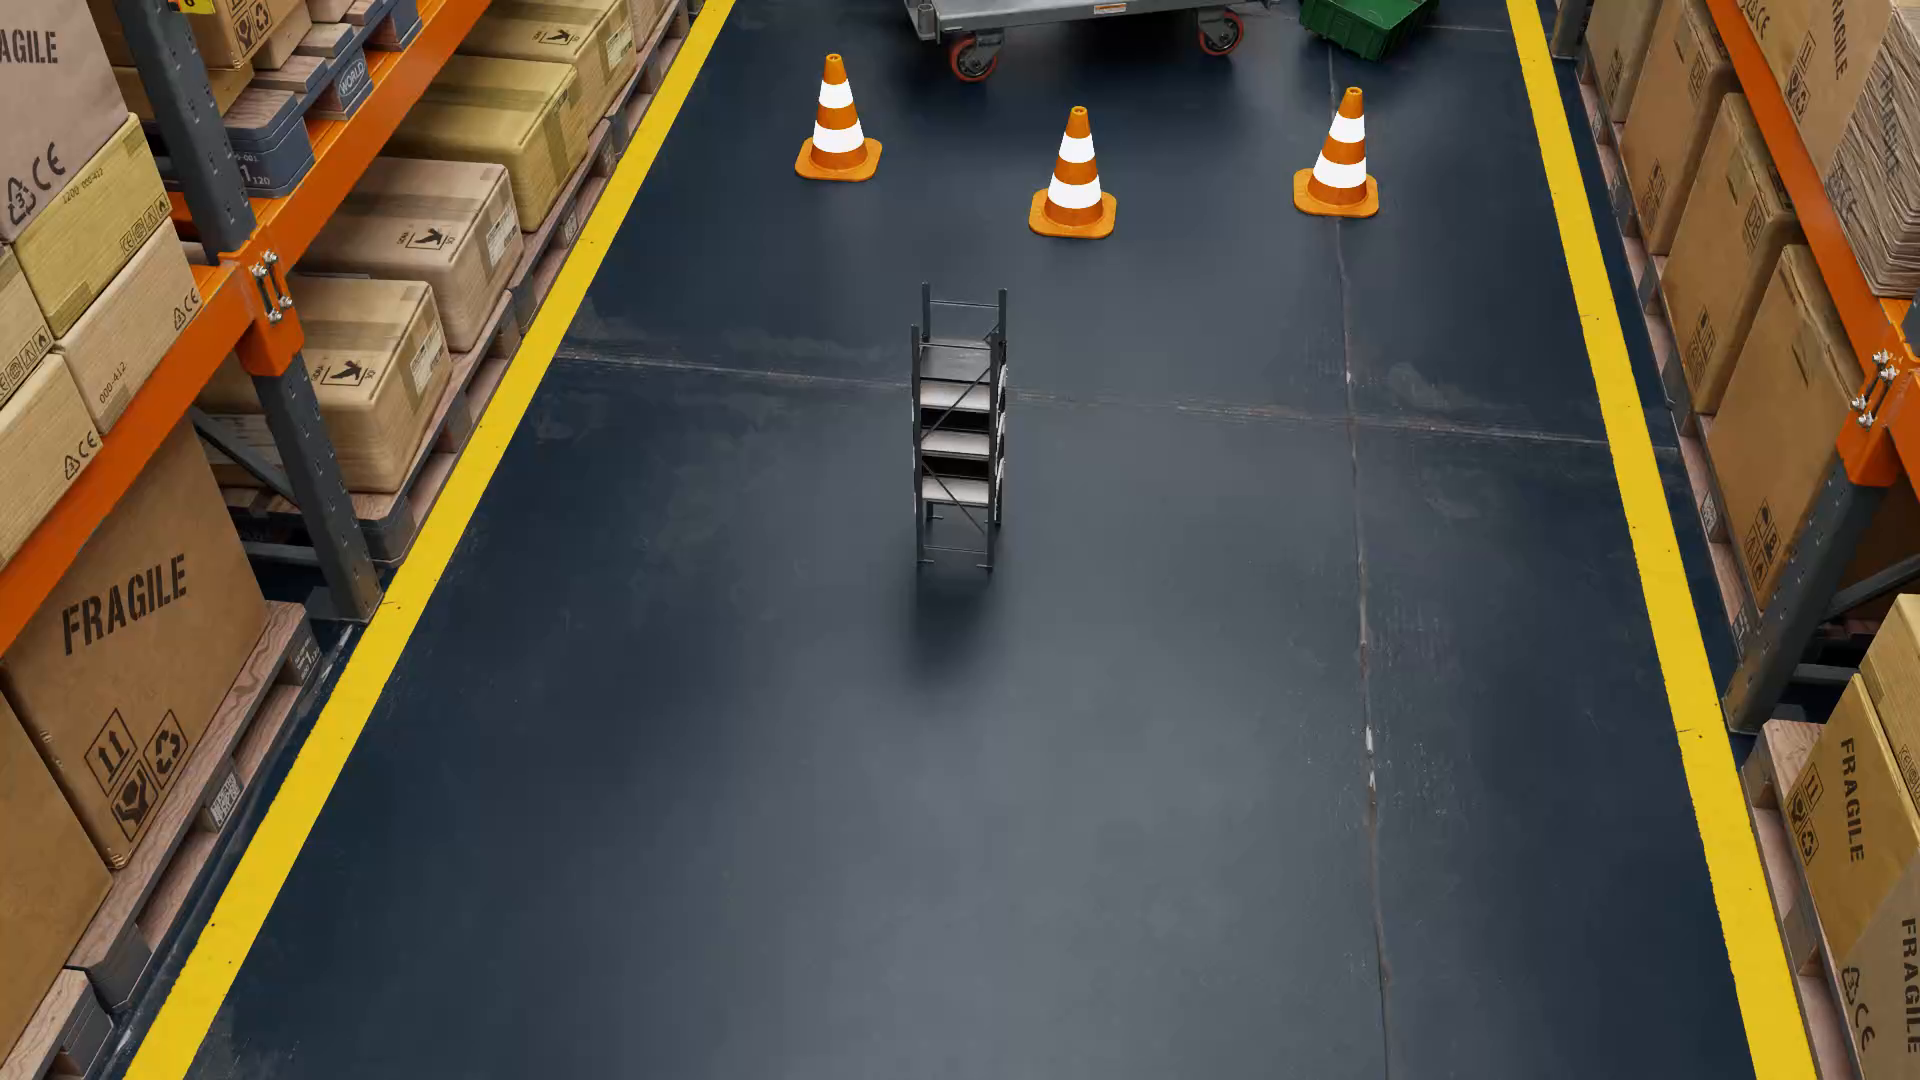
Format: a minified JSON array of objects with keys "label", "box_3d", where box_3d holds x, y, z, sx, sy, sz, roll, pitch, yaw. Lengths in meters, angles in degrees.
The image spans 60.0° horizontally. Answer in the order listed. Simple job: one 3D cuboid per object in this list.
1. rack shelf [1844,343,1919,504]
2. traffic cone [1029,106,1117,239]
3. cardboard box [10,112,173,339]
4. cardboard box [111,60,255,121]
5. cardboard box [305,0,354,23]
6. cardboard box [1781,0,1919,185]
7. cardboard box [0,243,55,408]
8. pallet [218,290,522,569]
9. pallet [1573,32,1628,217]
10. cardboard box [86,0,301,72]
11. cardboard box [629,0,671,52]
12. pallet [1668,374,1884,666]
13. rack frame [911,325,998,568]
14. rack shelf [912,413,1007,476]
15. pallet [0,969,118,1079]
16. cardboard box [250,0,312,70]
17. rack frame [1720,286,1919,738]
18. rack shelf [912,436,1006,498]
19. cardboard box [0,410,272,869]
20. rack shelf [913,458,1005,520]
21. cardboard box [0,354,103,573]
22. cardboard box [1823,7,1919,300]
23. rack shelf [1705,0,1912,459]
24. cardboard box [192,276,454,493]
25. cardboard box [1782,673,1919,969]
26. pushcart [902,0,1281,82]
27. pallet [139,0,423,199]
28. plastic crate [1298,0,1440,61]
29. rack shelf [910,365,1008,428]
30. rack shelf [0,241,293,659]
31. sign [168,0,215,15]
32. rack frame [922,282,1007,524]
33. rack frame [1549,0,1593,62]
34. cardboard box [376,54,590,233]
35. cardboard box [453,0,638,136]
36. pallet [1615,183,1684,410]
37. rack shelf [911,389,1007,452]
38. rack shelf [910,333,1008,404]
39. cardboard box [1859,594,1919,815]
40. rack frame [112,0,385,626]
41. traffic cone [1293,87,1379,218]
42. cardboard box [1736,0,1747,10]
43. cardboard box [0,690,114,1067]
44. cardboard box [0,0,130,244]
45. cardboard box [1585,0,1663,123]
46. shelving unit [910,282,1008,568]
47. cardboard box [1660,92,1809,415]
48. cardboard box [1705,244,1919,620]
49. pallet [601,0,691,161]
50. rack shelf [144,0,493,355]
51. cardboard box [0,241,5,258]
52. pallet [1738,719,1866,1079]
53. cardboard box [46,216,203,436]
[{"label":"rack shelf","box_3d":[2.399,1.085,2.445,1.077,0.370,4.000,5,44,6]},{"label":"traffic cone","box_3d":[0.449,-1.464,6.459,0.336,0.463,0.334,5,44,6]},{"label":"cardboard box","box_3d":[-2.069,-0.694,3.546,0.500,0.250,0.500,5,44,5]},{"label":"cardboard box","box_3d":[-2.029,-1.186,4.198,0.380,0.149,0.250,3,44,3]},{"label":"cardboard box","box_3d":[-1.877,-1.558,4.591,0.380,0.149,0.250,3,44,3]},{"label":"cardboard box","box_3d":[2.524,-1.246,4.312,0.500,0.500,0.500,5,44,6]},{"label":"cardboard box","box_3d":[-2.133,-0.344,3.177,0.500,0.250,0.500,4,44,4]},{"label":"pallet","box_3d":[-2.152,-0.440,5.561,1.003,0.211,1.213,5,44,6]},{"label":"pallet","box_3d":[3.165,-1.720,6.913,1.003,0.211,1.213,5,44,6]},{"label":"cardboard box","box_3d":[-1.968,-1.502,4.060,0.500,0.500,0.500,4,44,4]},{"label":"cardboard box","box_3d":[-1.795,-2.487,7.300,0.950,0.372,0.625,6,44,6]},{"label":"pallet","box_3d":[2.842,-0.057,5.156,1.003,0.211,1.213,5,44,6]},{"label":"rack frame","box_3d":[-0.015,-0.252,4.862,0.240,0.900,0.006,5,44,6]},{"label":"rack shelf","box_3d":[-0.001,-0.297,4.958,0.258,0.077,0.200,5,44,6]},{"label":"pallet","box_3d":[-2.599,1.452,3.563,1.003,0.211,1.213,5,44,6]},{"label":"cardboard box","box_3d":[-1.959,-1.375,4.398,0.380,0.149,0.250,3,44,3]},{"label":"rack frame","box_3d":[2.663,-0.539,3.637,1.000,3.000,0.127,5,44,6]},{"label":"rack shelf","box_3d":[-0.001,-0.232,5.020,0.258,0.077,0.200,5,44,6]},{"label":"cardboard box","box_3d":[-2.430,0.162,4.137,0.875,0.875,0.875,5,44,5]},{"label":"rack shelf","box_3d":[-0.001,-0.166,5.081,0.258,0.077,0.200,5,44,6]},{"label":"cardboard box","box_3d":[-2.118,-0.148,3.333,0.500,0.250,0.500,6,44,6]},{"label":"cardboard box","box_3d":[2.457,-0.906,3.953,0.500,0.500,0.500,5,44,6]},{"label":"rack shelf","box_3d":[2.928,-1.641,5.324,1.077,0.370,4.000,5,44,6]},{"label":"cardboard box","box_3d":[-2.172,-0.502,5.205,0.950,0.372,0.625,3,43,3]},{"label":"cardboard box","box_3d":[2.317,0.675,3.868,0.500,0.500,0.500,4,44,4]},{"label":"pushcart","box_3d":[0.539,-2.521,7.638,1.648,0.377,0.936,-9,44,-9]},{"label":"pallet","box_3d":[-2.268,-1.346,4.629,1.213,0.211,1.003,5,44,6]},{"label":"plastic crate","box_3d":[1.917,-2.502,7.714,0.450,0.188,0.662,35,53,18]},{"label":"rack shelf","box_3d":[-0.001,-0.428,4.834,0.258,0.077,0.200,5,44,6]},{"label":"rack shelf","box_3d":[-2.521,0.704,2.848,1.077,0.370,4.000,5,44,6]},{"label":"sign","box_3d":[-1.706,-1.292,3.591,0.100,0.325,0.005,5,44,6]},{"label":"rack frame","box_3d":[0.012,-0.391,5.008,0.240,0.900,0.006,5,44,6]},{"label":"rack frame","box_3d":[3.192,-3.265,6.516,1.000,3.000,0.127,5,44,6]},{"label":"cardboard box","box_3d":[-1.976,-1.522,6.282,0.950,0.372,0.625,7,44,7]},{"label":"cardboard box","box_3d":[-1.886,-1.996,6.782,0.950,0.372,0.625,8,44,8]},{"label":"pallet","box_3d":[3.006,-0.886,6.032,1.003,0.211,1.213,5,44,6]},{"label":"rack shelf","box_3d":[-0.001,-0.362,4.896,0.258,0.077,0.200,5,44,6]},{"label":"rack shelf","box_3d":[-0.001,-0.493,4.772,0.258,0.077,0.200,5,44,6]},{"label":"cardboard box","box_3d":[2.332,0.392,3.622,0.500,0.250,0.500,3,44,4]},{"label":"rack frame","box_3d":[-2.256,-0.920,4.040,1.000,3.000,0.127,5,44,6]},{"label":"traffic cone","box_3d":[1.518,-1.567,6.568,0.336,0.463,0.334,5,44,6]},{"label":"cardboard box","box_3d":[2.654,-1.937,5.041,0.500,0.500,0.500,6,44,6]},{"label":"cardboard box","box_3d":[-2.552,0.770,3.495,0.875,0.875,0.875,6,44,6]},{"label":"cardboard box","box_3d":[-2.066,-0.943,3.264,0.500,0.500,0.500,4,44,4]},{"label":"cardboard box","box_3d":[3.199,-2.169,6.690,1.050,0.750,0.750,5,44,5]},{"label":"shelving unit","box_3d":[-0.001,-0.321,4.935,0.258,0.900,0.210,5,44,6]},{"label":"cardboard box","box_3d":[2.945,-0.877,5.326,1.050,0.750,0.750,6,44,6]},{"label":"cardboard box","box_3d":[2.833,-0.281,4.696,1.050,0.750,0.750,5,44,5]},{"label":"pallet","box_3d":[-1.829,-2.103,7.317,1.003,0.211,1.213,5,44,6]},{"label":"rack shelf","box_3d":[-1.992,-2.022,5.727,1.077,0.370,4.000,5,44,6]},{"label":"cardboard box","box_3d":[-2.125,-0.593,2.894,0.500,0.500,0.500,6,44,6]},{"label":"pallet","box_3d":[2.559,1.006,4.034,1.003,0.211,1.213,5,44,6]},{"label":"cardboard box","box_3d":[-2.066,-0.497,3.702,0.500,0.250,0.500,4,44,4]}]
